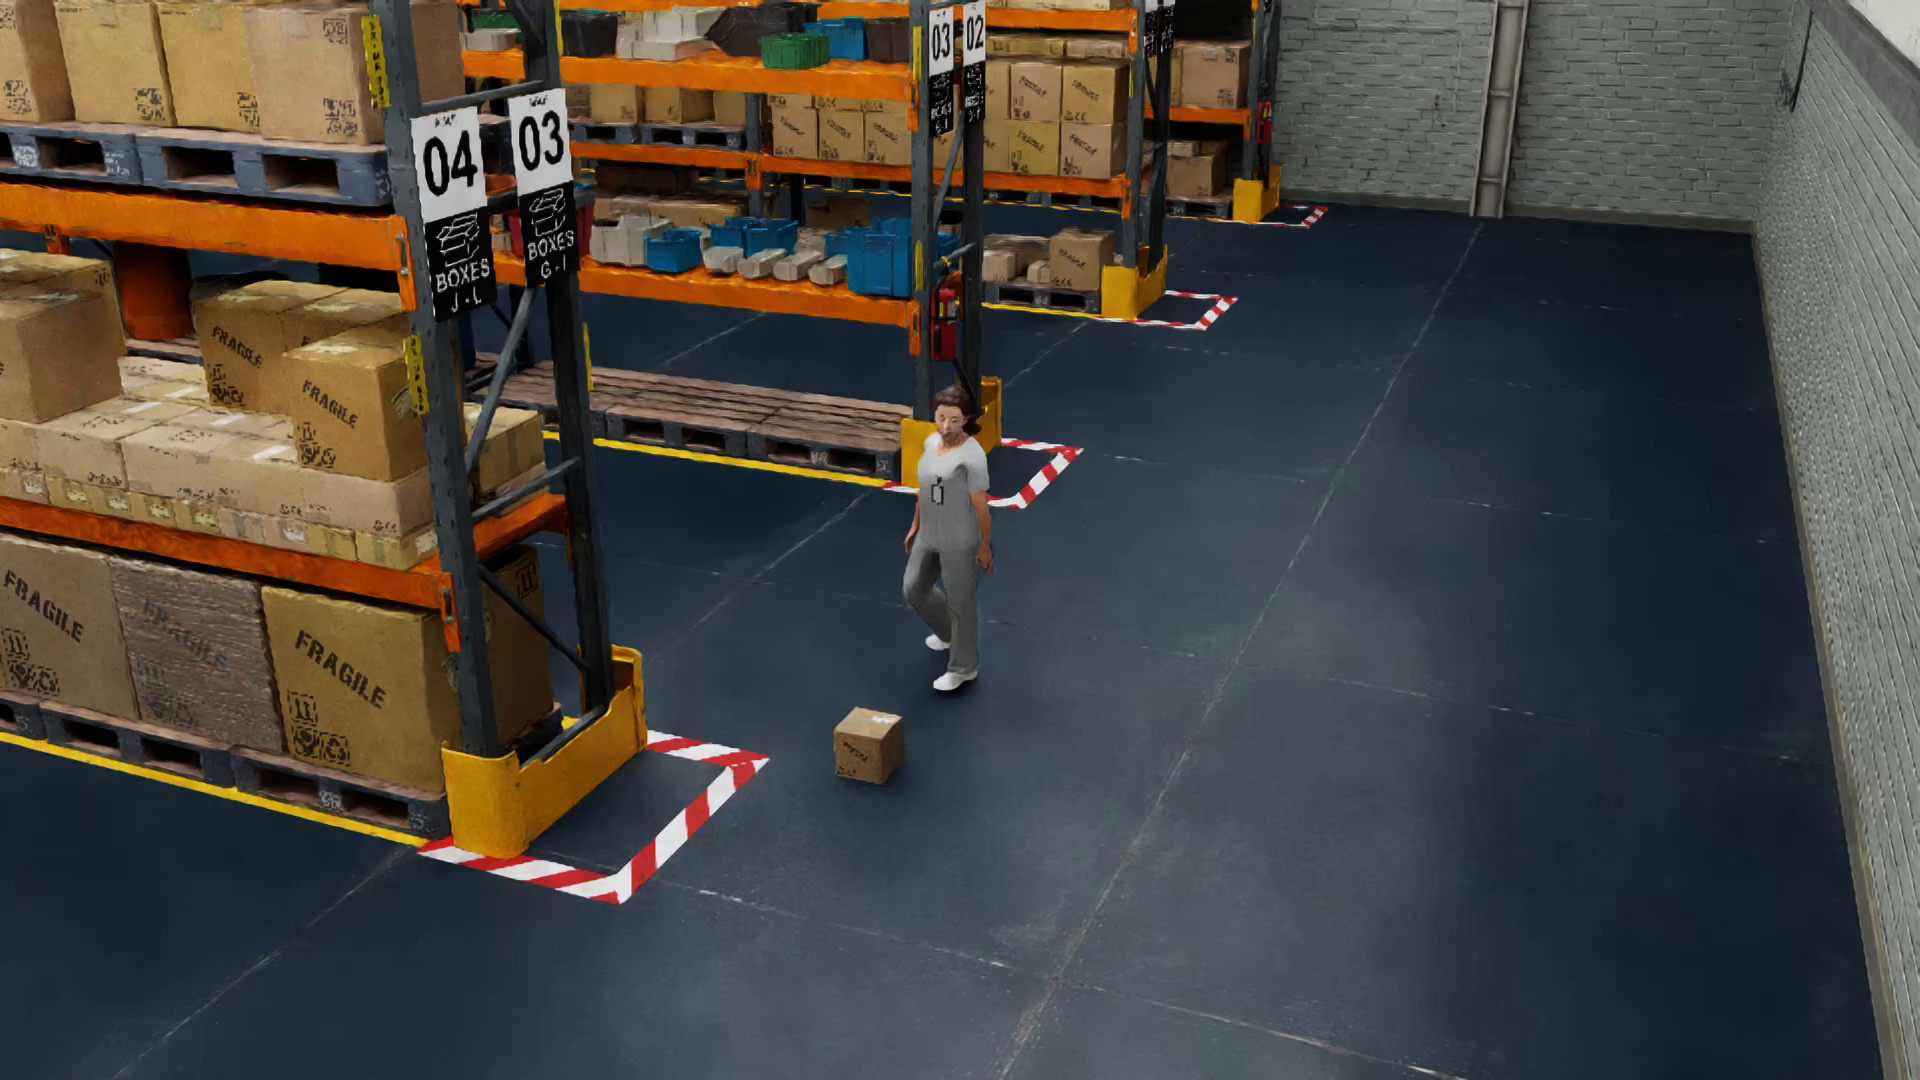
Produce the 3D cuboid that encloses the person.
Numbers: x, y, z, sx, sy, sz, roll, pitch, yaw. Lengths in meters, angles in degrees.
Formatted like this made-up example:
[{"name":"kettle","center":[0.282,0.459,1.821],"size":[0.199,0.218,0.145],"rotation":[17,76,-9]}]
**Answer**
[{"name":"person","center":[-0.052,-0.030,8.631],"size":[0.436,1.662,0.633],"rotation":[-17,28,-35]}]
